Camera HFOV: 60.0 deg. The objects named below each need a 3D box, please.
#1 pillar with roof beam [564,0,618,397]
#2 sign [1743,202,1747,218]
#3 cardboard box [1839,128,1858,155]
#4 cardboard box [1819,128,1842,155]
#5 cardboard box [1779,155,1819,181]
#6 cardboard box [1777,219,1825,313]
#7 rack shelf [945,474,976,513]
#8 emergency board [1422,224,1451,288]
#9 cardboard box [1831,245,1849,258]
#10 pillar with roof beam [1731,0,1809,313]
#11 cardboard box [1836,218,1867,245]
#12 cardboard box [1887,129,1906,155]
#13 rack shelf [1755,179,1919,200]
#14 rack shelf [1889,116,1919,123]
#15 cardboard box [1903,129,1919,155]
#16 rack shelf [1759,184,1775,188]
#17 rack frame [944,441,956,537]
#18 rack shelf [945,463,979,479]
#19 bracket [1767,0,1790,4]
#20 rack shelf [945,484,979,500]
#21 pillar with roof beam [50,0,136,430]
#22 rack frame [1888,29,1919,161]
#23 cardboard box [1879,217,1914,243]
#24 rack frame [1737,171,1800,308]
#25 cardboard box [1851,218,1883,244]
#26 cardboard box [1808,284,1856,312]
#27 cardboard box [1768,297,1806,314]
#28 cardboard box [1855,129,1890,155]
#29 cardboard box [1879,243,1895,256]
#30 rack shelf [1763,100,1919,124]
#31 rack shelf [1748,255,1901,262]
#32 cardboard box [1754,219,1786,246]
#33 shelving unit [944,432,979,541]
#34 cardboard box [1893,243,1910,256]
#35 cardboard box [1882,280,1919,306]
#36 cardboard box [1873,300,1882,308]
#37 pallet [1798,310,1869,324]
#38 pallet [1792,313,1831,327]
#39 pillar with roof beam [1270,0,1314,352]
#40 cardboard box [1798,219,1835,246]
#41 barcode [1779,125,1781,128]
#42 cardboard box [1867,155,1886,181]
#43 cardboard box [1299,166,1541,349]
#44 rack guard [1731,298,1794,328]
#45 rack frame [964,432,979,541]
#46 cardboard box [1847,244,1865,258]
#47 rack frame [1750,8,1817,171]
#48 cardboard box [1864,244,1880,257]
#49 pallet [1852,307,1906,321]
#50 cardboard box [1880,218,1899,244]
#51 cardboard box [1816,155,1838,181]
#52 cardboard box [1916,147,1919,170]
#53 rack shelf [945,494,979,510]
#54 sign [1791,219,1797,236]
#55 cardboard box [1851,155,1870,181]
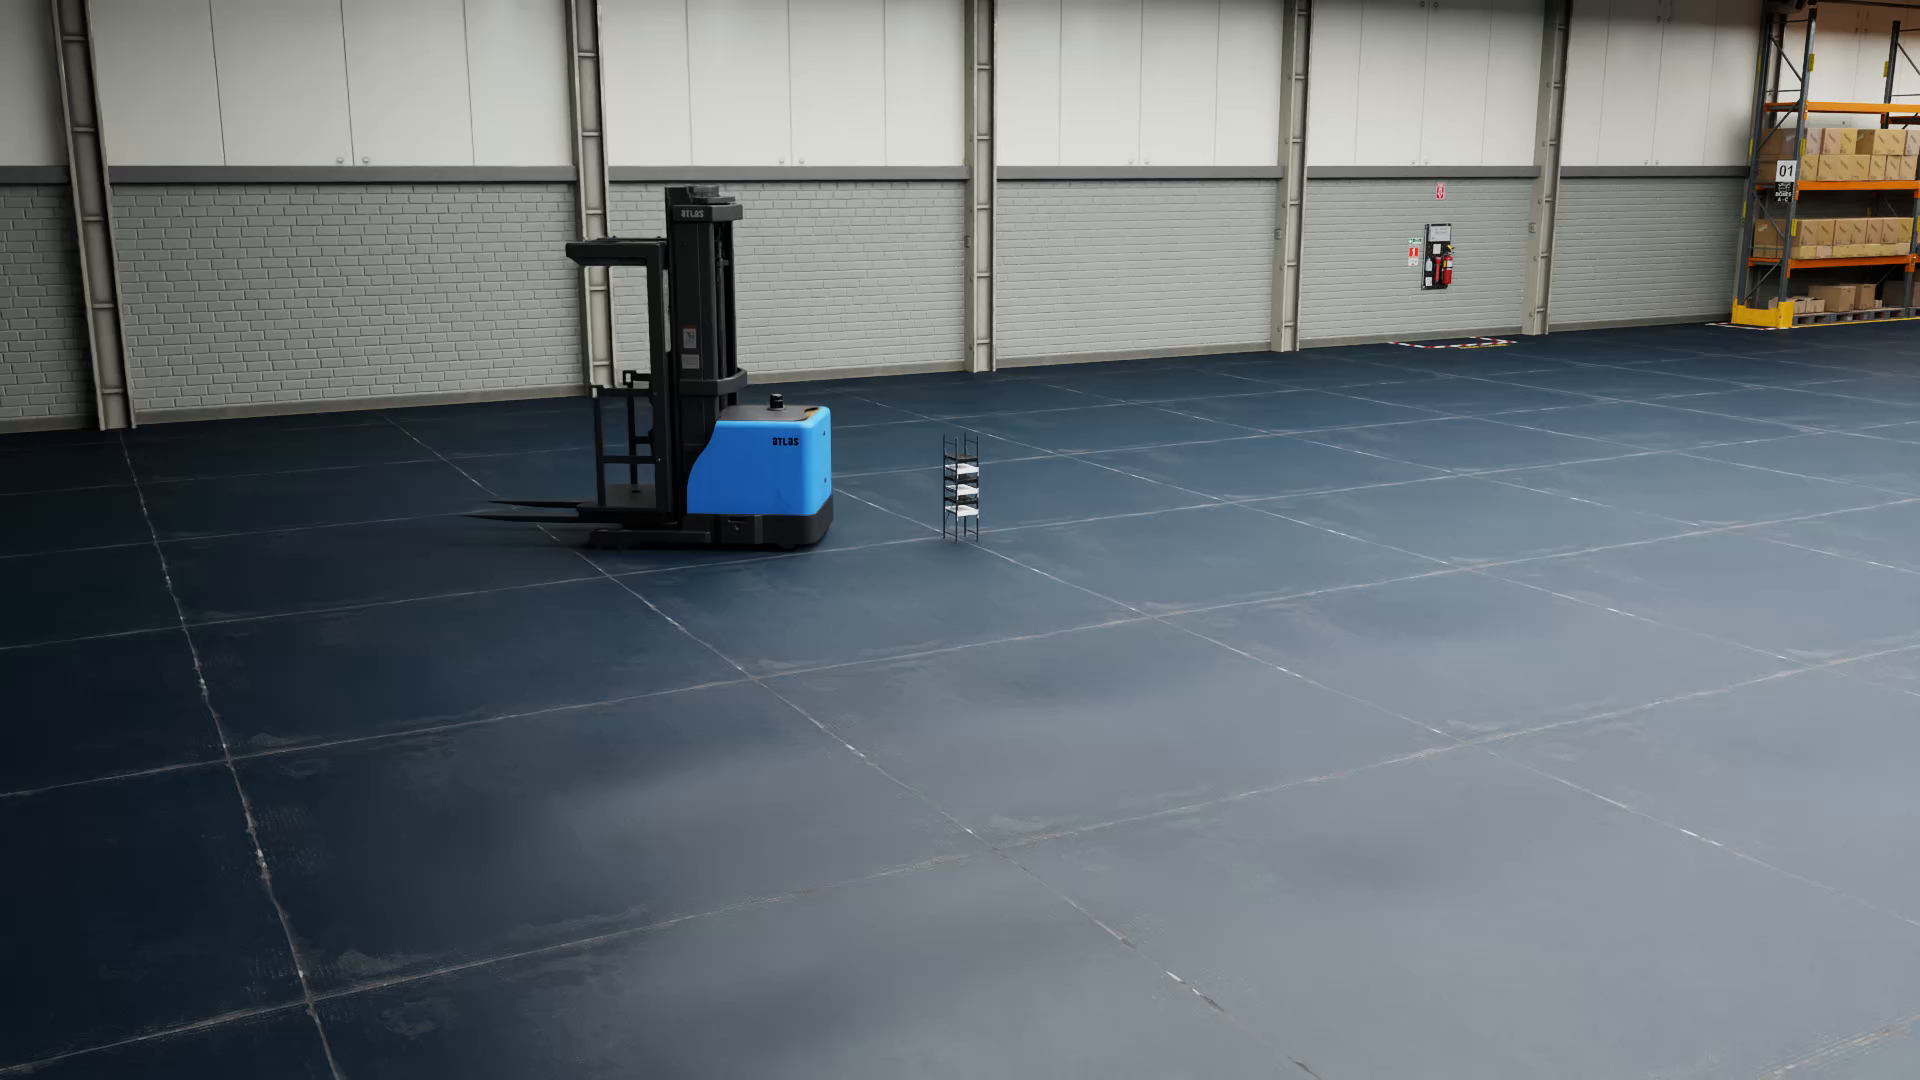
[{"bbox_3d":[-2.894,-5.558,18.310,0.400,9.000,9.100,-7,14,-28],"label":"pillar with roof beam"},{"bbox_3d":[25.773,-5.995,26.807,11.725,1.973,20.841,-7,14,-28],"label":"sign"},{"bbox_3d":[17.272,-7.848,32.766,0.500,0.500,0.500,-6,14,-26],"label":"cardboard box"},{"bbox_3d":[16.828,-7.792,32.517,0.500,0.500,0.500,-7,14,-29],"label":"cardboard box"},{"bbox_3d":[16.322,-7.254,32.406,0.500,0.500,0.500,-6,14,-26],"label":"cardboard box"},{"bbox_3d":[16.760,-5.445,33.112,1.284,1.840,0.795,-6,14,-23],"label":"cardboard box"},{"bbox_3d":[0.007,-0.391,14.025,0.190,0.281,0.221,-7,14,-28],"label":"rack shelf"},{"bbox_3d":[8.627,-5.103,29.951,0.585,1.158,0.155,-7,14,-28],"label":"emergency board"},{"bbox_3d":[17.388,-5.782,33.265,0.500,0.250,0.500,-7,15,-29],"label":"cardboard box"},{"bbox_3d":[18.171,-8.083,29.529,0.548,9.000,9.100,-7,14,-28],"label":"pillar with roof beam"},{"bbox_3d":[17.814,-6.200,33.414,0.500,0.500,0.500,-6,14,-26],"label":"cardboard box"},{"bbox_3d":[25.642,-5.667,26.837,7.127,2.151,19.182,-6,14,-25],"label":"cardboard box"},{"bbox_3d":[17.664,-7.068,33.491,4.000,0.370,1.077,-7,14,-28],"label":"rack shelf"},{"bbox_3d":[21.175,-8.853,35.054,3.809,0.124,0.919,-7,14,-28],"label":"rack shelf"},{"bbox_3d":[19.110,-8.071,33.757,0.550,0.500,0.550,-7,14,-27],"label":"cardboard box"},{"bbox_3d":[17.664,-7.138,33.475,3.687,0.071,0.831,-7,14,-28],"label":"rack shelf"},{"bbox_3d":[-0.082,-0.429,13.966,0.003,0.785,0.228,-7,14,-28],"label":"rack frame"},{"bbox_3d":[0.007,-0.583,13.982,0.200,0.077,0.258,-7,14,-28],"label":"rack shelf"},{"bbox_3d":[15.914,-10.556,32.322,0.430,0.232,0.235,-7,14,-28],"label":"bracket"},{"bbox_3d":[0.007,-0.407,14.021,0.200,0.077,0.258,-7,14,-28],"label":"rack shelf"},{"bbox_3d":[-8.161,-4.927,15.505,0.400,9.000,9.100,-7,14,-28],"label":"pillar with roof beam"},{"bbox_3d":[19.421,-9.092,34.014,0.053,2.616,0.949,-7,14,-28],"label":"rack frame"},{"bbox_3d":[19.153,-6.359,34.122,0.500,0.500,0.500,-7,14,-28],"label":"cardboard box"},{"bbox_3d":[15.909,-5.745,32.806,0.127,3.000,1.000,-7,14,-28],"label":"rack frame"},{"bbox_3d":[18.270,-6.255,33.658,0.500,0.500,0.500,-7,15,-29],"label":"cardboard box"},{"bbox_3d":[17.727,-4.923,33.845,0.500,0.500,0.700,-8,15,-31],"label":"cardboard box"},{"bbox_3d":[16.559,-4.704,33.299,0.500,0.311,0.500,-9,15,-34],"label":"cardboard box"},{"bbox_3d":[18.180,-7.954,33.239,0.500,0.500,0.500,-7,15,-30],"label":"cardboard box"},{"bbox_3d":[18.708,-5.944,33.983,0.500,0.250,0.500,-7,14,-28],"label":"cardboard box"},{"bbox_3d":[17.664,-8.530,33.162,4.000,0.370,1.077,-7,14,-28],"label":"rack shelf"},{"bbox_3d":[17.664,-5.735,33.791,3.809,0.052,0.919,-7,14,-28],"label":"rack shelf"},{"bbox_3d":[16.220,-6.138,33.140,0.500,0.500,0.500,-7,14,-28],"label":"cardboard box"},{"bbox_3d":[0.008,-0.440,14.015,0.208,0.900,0.258,-7,14,-28],"label":"shelving unit"},{"bbox_3d":[19.149,-5.994,34.209,0.500,0.250,0.500,-7,14,-28],"label":"cardboard box"},{"bbox_3d":[20.058,-5.242,35.260,0.500,0.500,0.700,-6,14,-26],"label":"cardboard box"},{"bbox_3d":[18.964,-4.936,34.663,0.250,0.166,0.380,-9,16,-35],"label":"cardboard box"},{"bbox_3d":[17.775,-4.599,34.064,1.213,0.211,1.003,-7,14,-28],"label":"pallet"},{"bbox_3d":[16.705,-4.472,33.497,1.213,0.211,1.003,-7,14,-28],"label":"pallet"},{"bbox_3d":[7.638,-6.820,23.919,0.400,9.000,9.100,-7,14,-28],"label":"pillar with roof beam"},{"bbox_3d":[16.910,-6.090,32.926,0.500,0.500,0.500,-7,14,-28],"label":"cardboard box"},{"bbox_3d":[16.292,-8.209,33.050,0.075,0.075,0.001,-7,14,-28],"label":"barcode"},{"bbox_3d":[18.176,-7.471,33.369,0.500,0.500,0.500,-7,15,-30],"label":"cardboard box"},{"bbox_3d":[17.589,-3.166,20.555,14.073,3.347,25.570,-7,14,-27],"label":"cardboard box"},{"bbox_3d":[15.975,-4.534,33.116,0.348,0.500,1.175,-7,14,-28],"label":"rack guard"},{"bbox_3d":[0.096,-0.451,14.062,0.006,0.900,0.240,-7,14,-28],"label":"rack frame"},{"bbox_3d":[17.833,-5.835,33.499,0.500,0.250,0.500,-7,14,-27],"label":"cardboard box"},{"bbox_3d":[15.909,-8.672,32.147,0.127,3.000,1.000,-7,14,-28],"label":"rack frame"},{"bbox_3d":[18.274,-5.888,33.735,0.500,0.250,0.500,-7,14,-28],"label":"cardboard box"},{"bbox_3d":[18.847,-4.728,34.638,1.213,0.211,1.003,-7,14,-28],"label":"pallet"},{"bbox_3d":[18.717,-6.306,33.884,0.500,0.500,0.500,-7,14,-28],"label":"cardboard box"},{"bbox_3d":[16.810,-7.304,32.626,0.500,0.500,0.500,-6,14,-24],"label":"cardboard box"},{"bbox_3d":[19.938,-7.925,34.477,0.500,0.500,0.500,-5,13,-20],"label":"cardboard box"},{"bbox_3d":[0.007,-0.320,14.041,0.200,0.077,0.258,-7,14,-28],"label":"rack shelf"},{"bbox_3d":[16.169,-6.063,32.247,0.005,0.325,0.100,-7,14,-28],"label":"sign"},{"bbox_3d":[17.724,-7.420,33.141,0.500,0.500,0.500,-6,14,-24],"label":"cardboard box"}]
